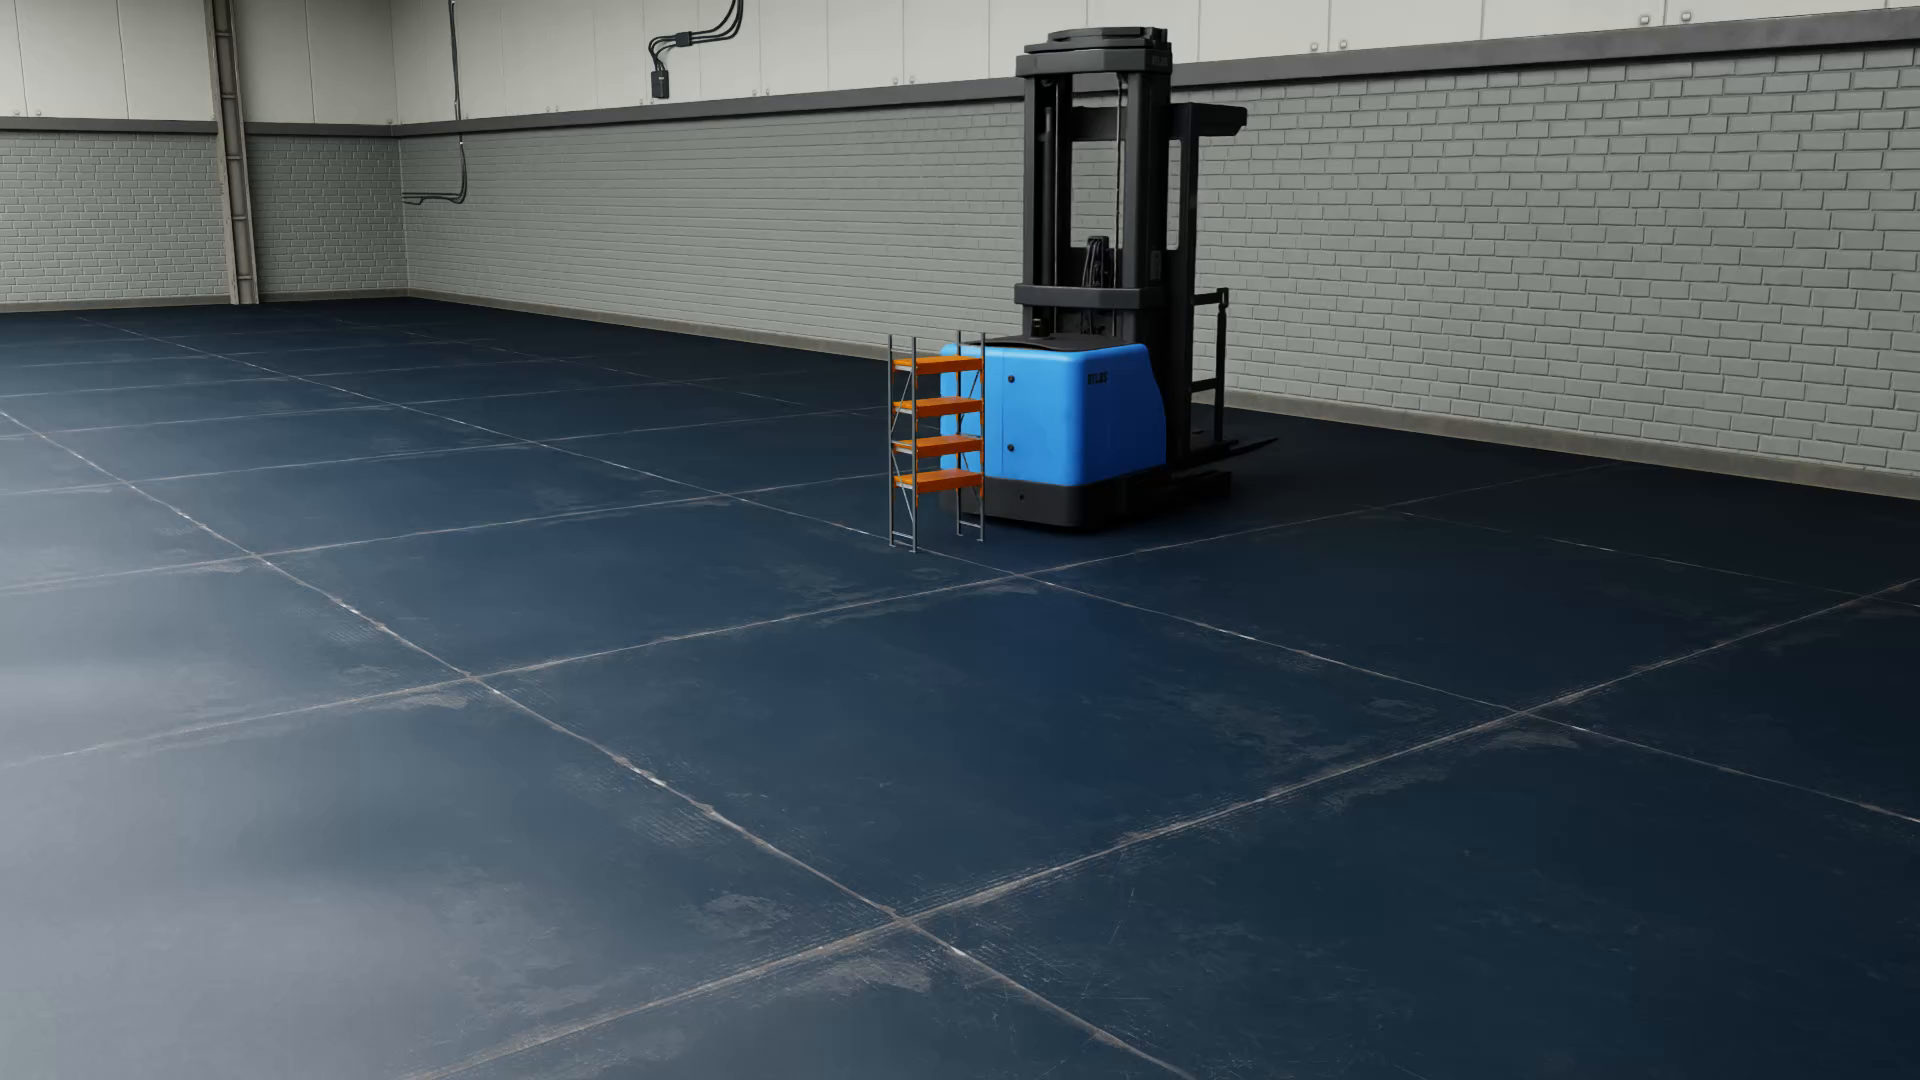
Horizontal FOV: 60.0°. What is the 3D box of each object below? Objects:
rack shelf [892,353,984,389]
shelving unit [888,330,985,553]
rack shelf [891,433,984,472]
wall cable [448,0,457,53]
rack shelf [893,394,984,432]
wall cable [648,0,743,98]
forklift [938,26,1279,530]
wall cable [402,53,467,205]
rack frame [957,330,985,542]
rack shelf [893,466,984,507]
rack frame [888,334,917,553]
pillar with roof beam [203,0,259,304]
[{"bbox_3d":[-0.129,-0.950,9.321,0.480,0.148,0.258,-9,15,-38],"label":"rack shelf"},{"bbox_3d":[-0.129,-0.565,9.403,0.503,1.200,0.258,-9,15,-38],"label":"shelving unit"},{"bbox_3d":[-0.129,-0.500,9.417,0.480,0.148,0.258,-9,15,-38],"label":"rack shelf"},{"bbox_3d":[-7.724,-9.231,26.754,0.112,2.526,3.097,-9,15,-38],"label":"wall cable"},{"bbox_3d":[-0.129,-0.718,9.370,0.480,0.148,0.258,-9,15,-38],"label":"rack shelf"},{"bbox_3d":[-3.496,-8.840,21.408,0.169,6.003,2.305,-9,15,-38],"label":"wall cable"},{"bbox_3d":[1.146,-1.748,10.804,1.130,2.935,3.031,9,15,35],"label":"forklift"},{"bbox_3d":[-9.414,-7.200,29.345,0.112,2.526,3.097,-9,15,-38],"label":"wall cable"},{"bbox_3d":[0.061,-0.597,9.552,0.015,1.200,0.240,-9,15,-38],"label":"rack frame"},{"bbox_3d":[-0.129,-0.305,9.458,0.480,0.148,0.258,-9,15,-38],"label":"rack shelf"},{"bbox_3d":[-0.320,-0.534,9.254,0.015,1.200,0.240,-9,15,-38],"label":"rack frame"},{"bbox_3d":[-9.851,-7.852,24.944,0.400,9.000,9.100,-9,15,-38],"label":"pillar with roof beam"}]
